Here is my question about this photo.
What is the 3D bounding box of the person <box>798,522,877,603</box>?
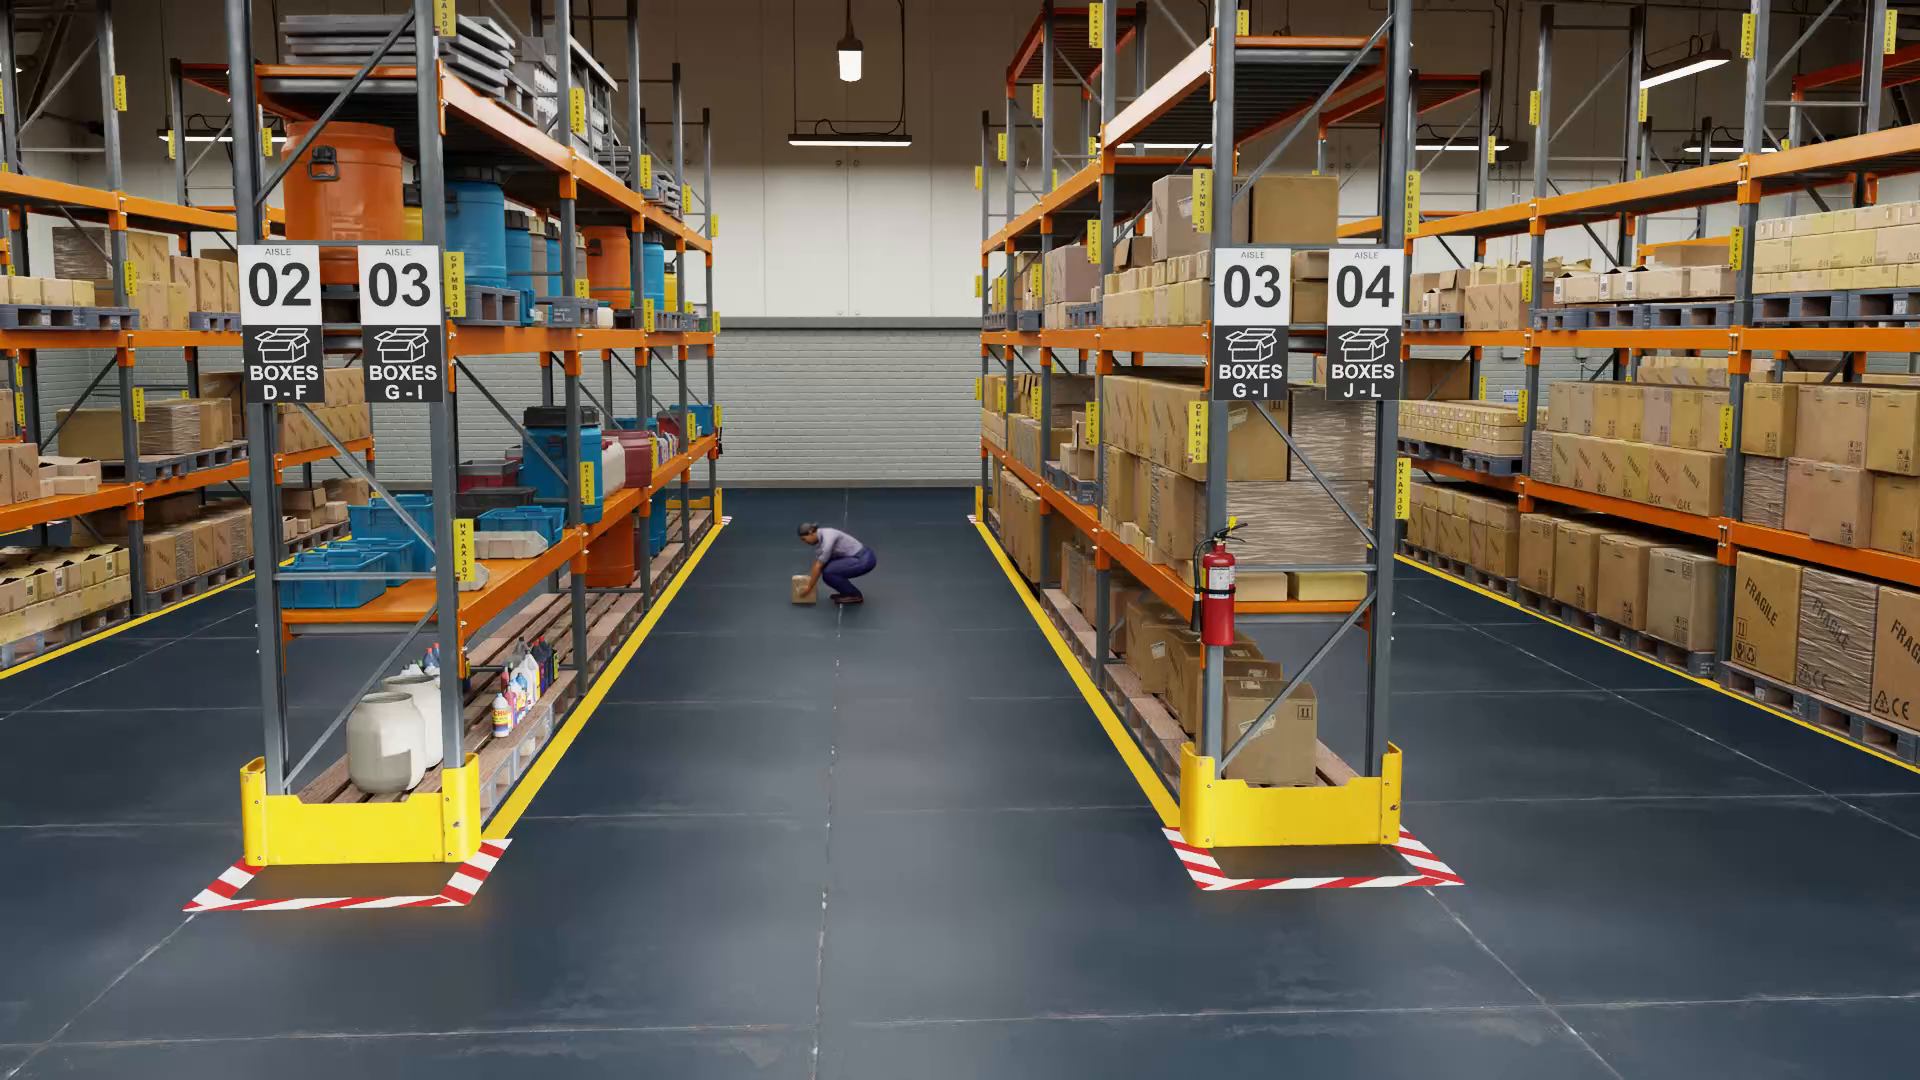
[{"bbox_3d":[-1.280,0.226,17.337,0.822,0.840,0.514,0,7,-4],"label":"person"}]
